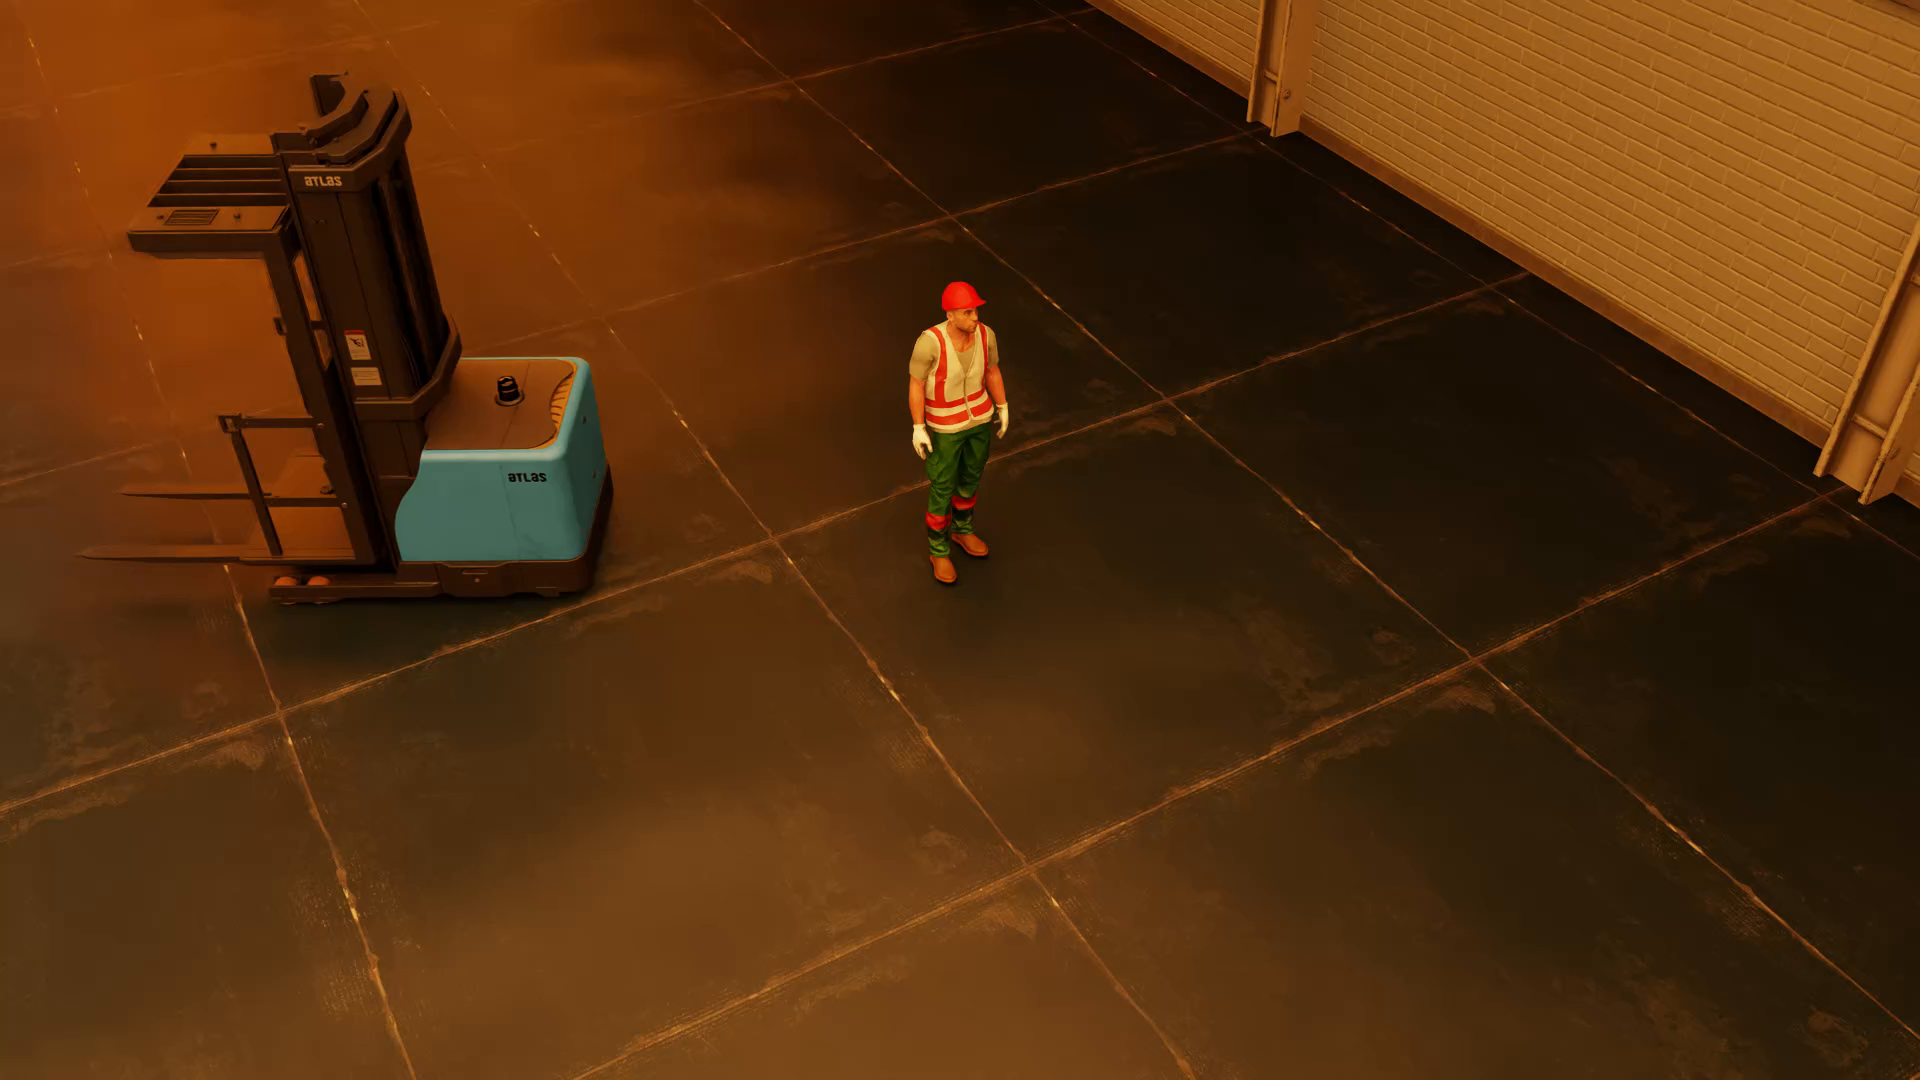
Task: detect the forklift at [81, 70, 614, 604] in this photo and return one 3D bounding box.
[{"bbox_3d":[-3.712,-1.088,9.347,3.031,2.935,1.130,0,40,-1],"label":"forklift"}]

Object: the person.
[{"bbox_3d":[0.030,-0.646,9.697,0.637,1.790,0.562,-20,44,-23],"label":"person"}]
